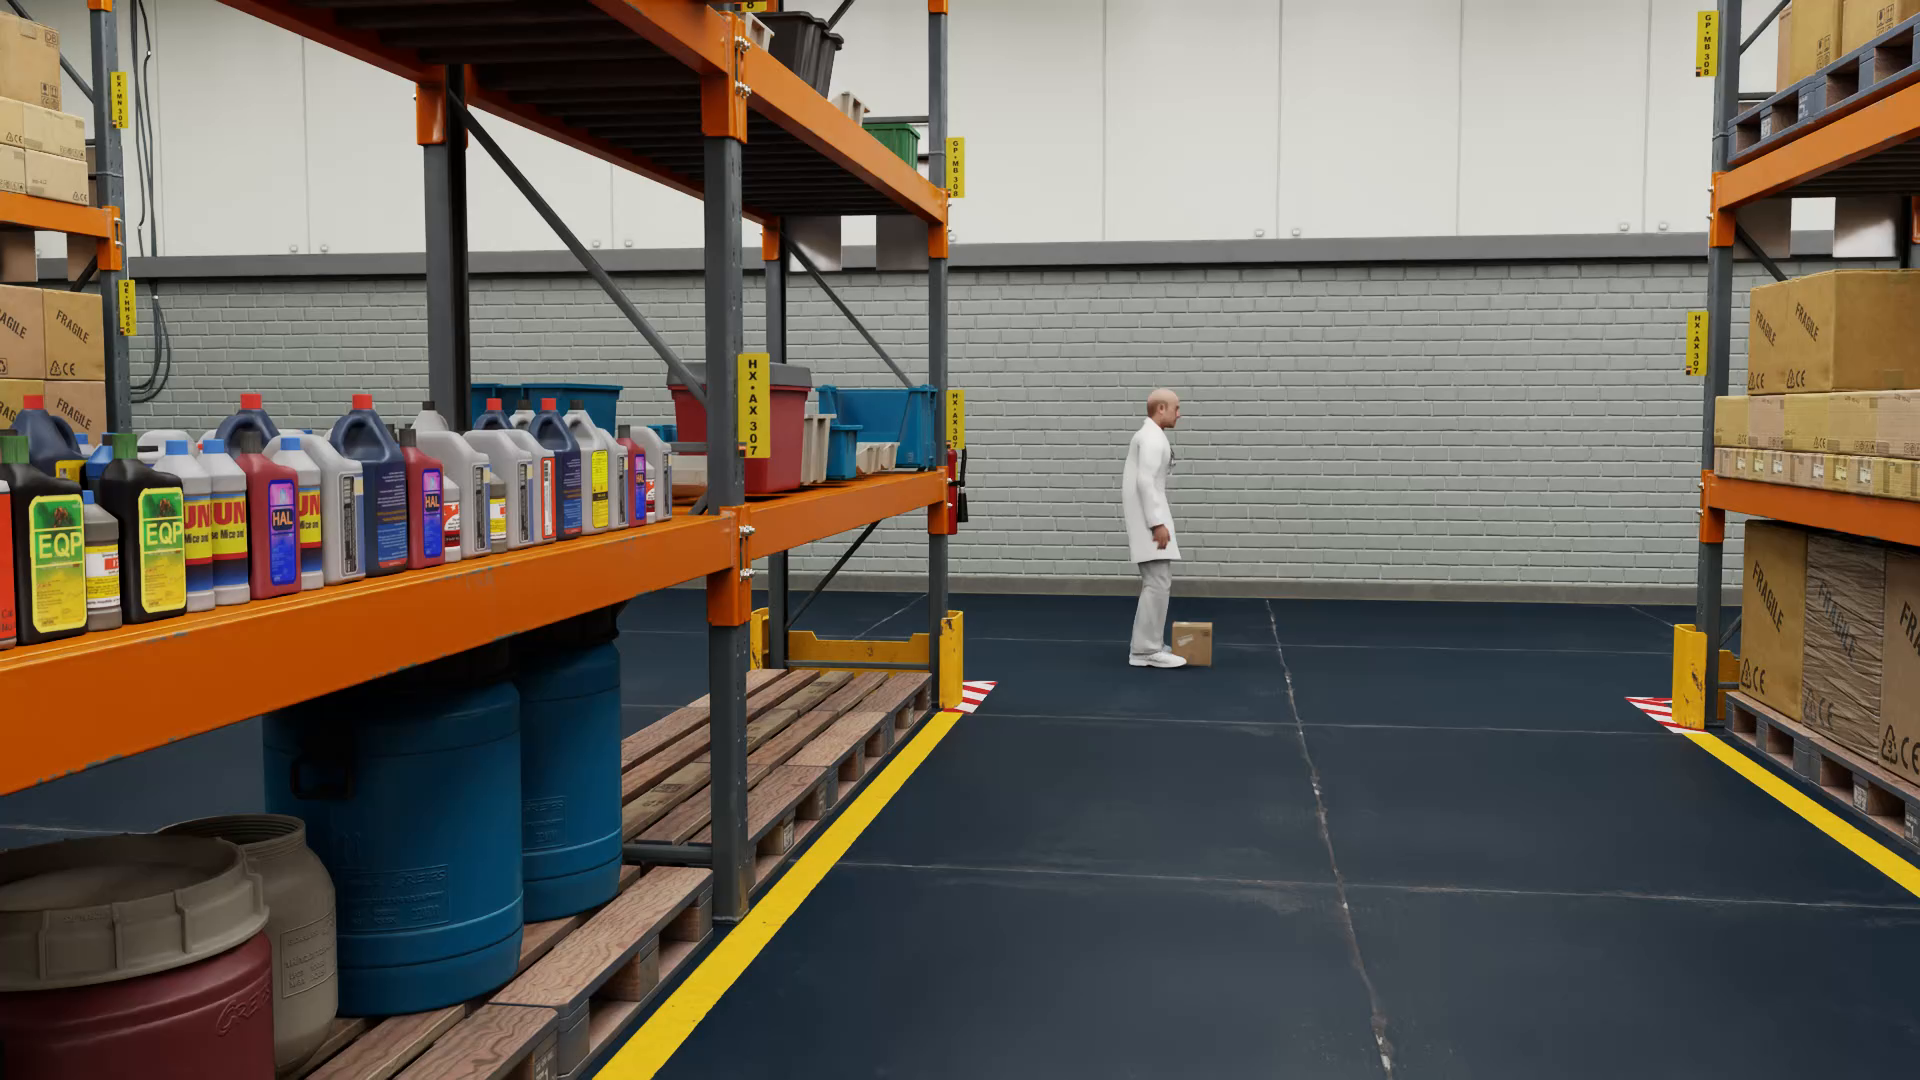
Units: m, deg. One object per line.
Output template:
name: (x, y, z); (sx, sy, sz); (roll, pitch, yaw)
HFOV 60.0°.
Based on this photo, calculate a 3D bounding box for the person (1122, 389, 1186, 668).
person: (1.257, -0.089, 10.752); (0.427, 1.773, 0.631); (0, 4, 6)
